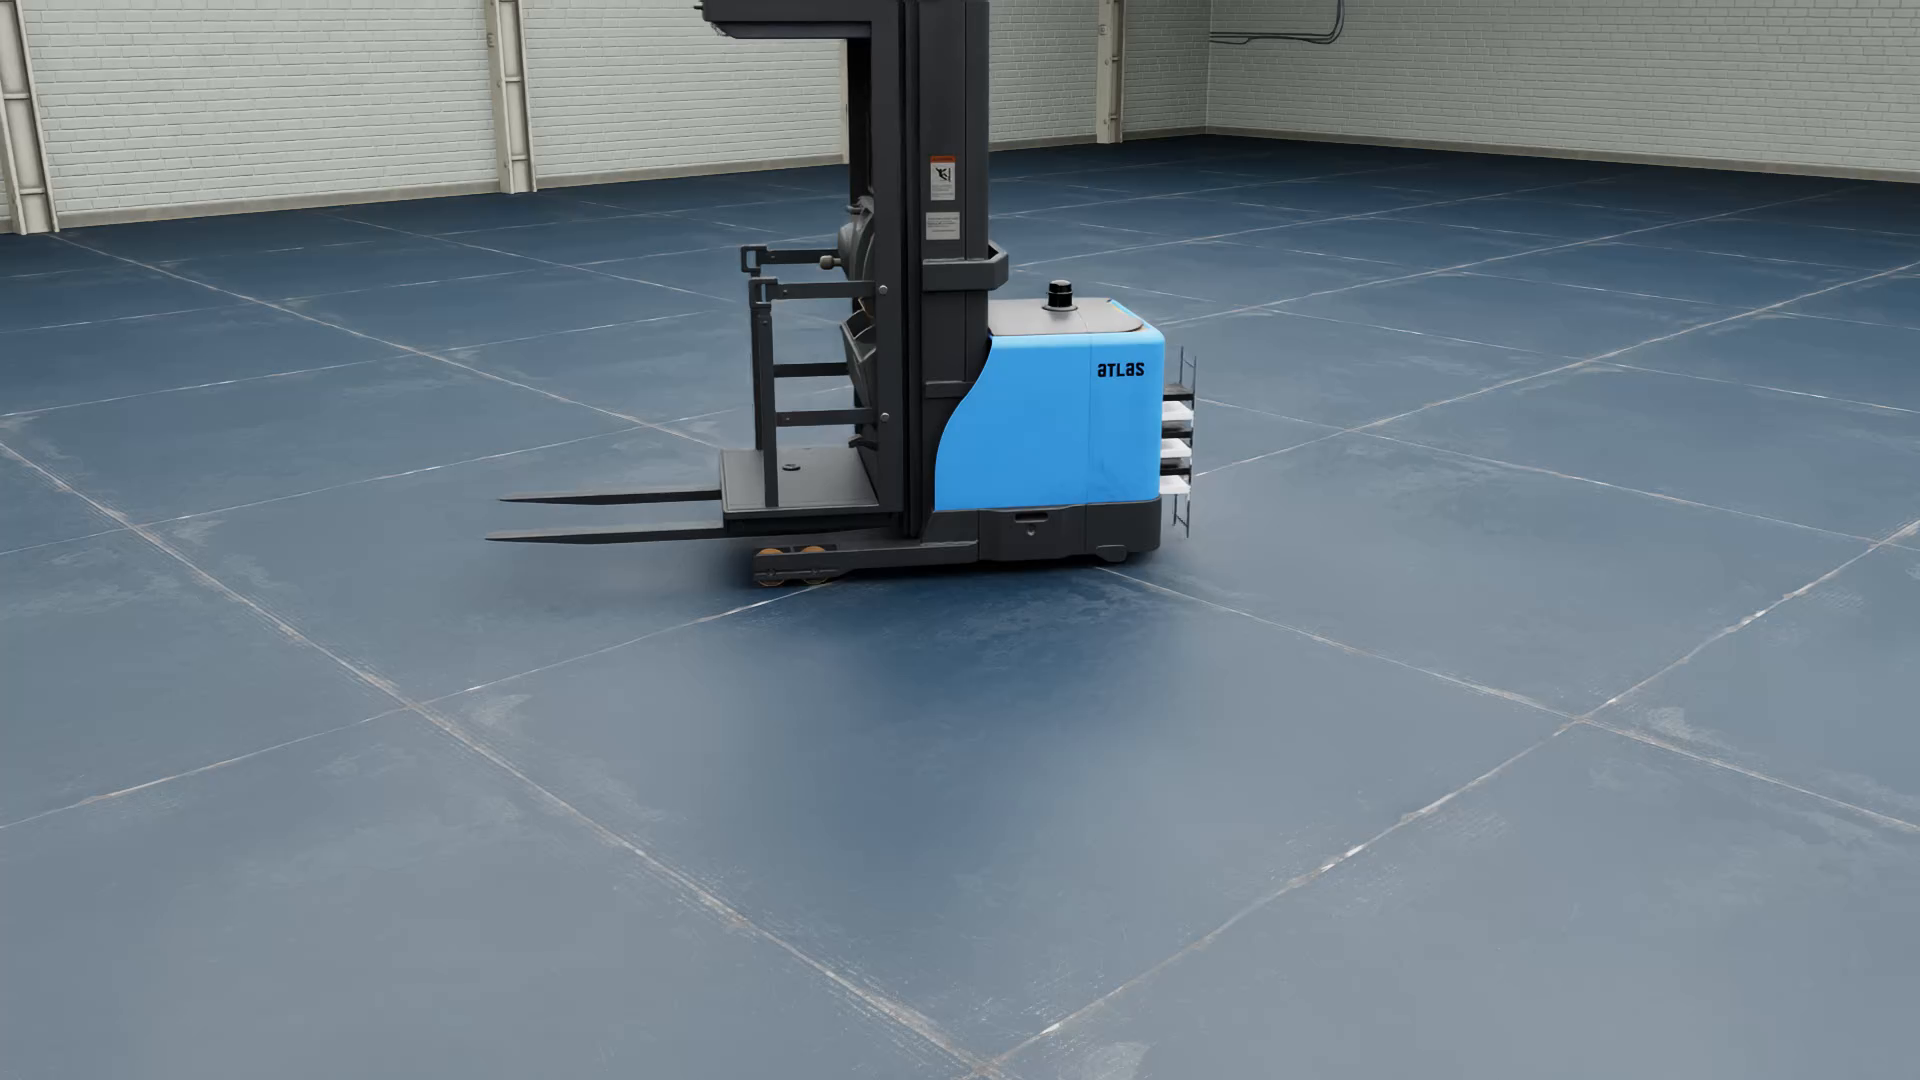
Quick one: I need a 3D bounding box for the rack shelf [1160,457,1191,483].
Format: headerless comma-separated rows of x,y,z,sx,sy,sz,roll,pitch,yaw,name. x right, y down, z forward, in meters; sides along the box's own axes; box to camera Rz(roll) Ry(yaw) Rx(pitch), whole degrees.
0.975,-0.341,7.979,0.200,0.077,0.258,-3,18,-9,rack shelf

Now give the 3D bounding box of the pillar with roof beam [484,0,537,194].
-3.037,-8.044,18.203,0.400,9.000,9.100,-16,24,-41,pillar with roof beam

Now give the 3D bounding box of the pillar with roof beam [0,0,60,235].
-7.396,-6.772,14.282,0.400,9.000,9.100,-16,24,-41,pillar with roof beam

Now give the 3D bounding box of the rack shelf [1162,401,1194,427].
0.975,-0.598,7.895,0.200,0.077,0.258,-3,18,-9,rack shelf

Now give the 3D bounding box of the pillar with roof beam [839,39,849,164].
1.323,-9.315,22.124,0.400,9.000,9.100,-16,24,-41,pillar with roof beam

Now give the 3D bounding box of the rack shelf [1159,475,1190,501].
0.975,-0.256,8.006,0.200,0.077,0.258,-3,18,-9,rack shelf

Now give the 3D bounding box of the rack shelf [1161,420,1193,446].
0.975,-0.513,7.923,0.200,0.077,0.258,-3,18,-9,rack shelf

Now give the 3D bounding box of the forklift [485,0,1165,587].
-0.639,-1.363,7.436,3.031,2.935,1.130,-3,18,-9,forklift

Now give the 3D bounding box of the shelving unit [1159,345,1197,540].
0.975,-0.459,7.940,0.210,0.900,0.258,-3,18,-9,shelving unit

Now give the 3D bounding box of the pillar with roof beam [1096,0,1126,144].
5.683,-10.586,26.046,0.400,9.000,9.100,-16,24,-41,pillar with roof beam

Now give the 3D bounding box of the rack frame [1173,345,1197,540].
1.075,-0.464,7.956,0.006,0.900,0.240,-3,18,-9,rack frame

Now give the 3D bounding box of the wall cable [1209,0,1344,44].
5.774,-10.402,30.511,0.112,2.526,3.097,-16,24,-41,wall cable

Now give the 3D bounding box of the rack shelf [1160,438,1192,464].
0.975,-0.427,7.951,0.200,0.077,0.258,-3,18,-9,rack shelf

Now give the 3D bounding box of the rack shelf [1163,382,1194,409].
0.975,-0.684,7.868,0.200,0.077,0.258,-3,18,-9,rack shelf
